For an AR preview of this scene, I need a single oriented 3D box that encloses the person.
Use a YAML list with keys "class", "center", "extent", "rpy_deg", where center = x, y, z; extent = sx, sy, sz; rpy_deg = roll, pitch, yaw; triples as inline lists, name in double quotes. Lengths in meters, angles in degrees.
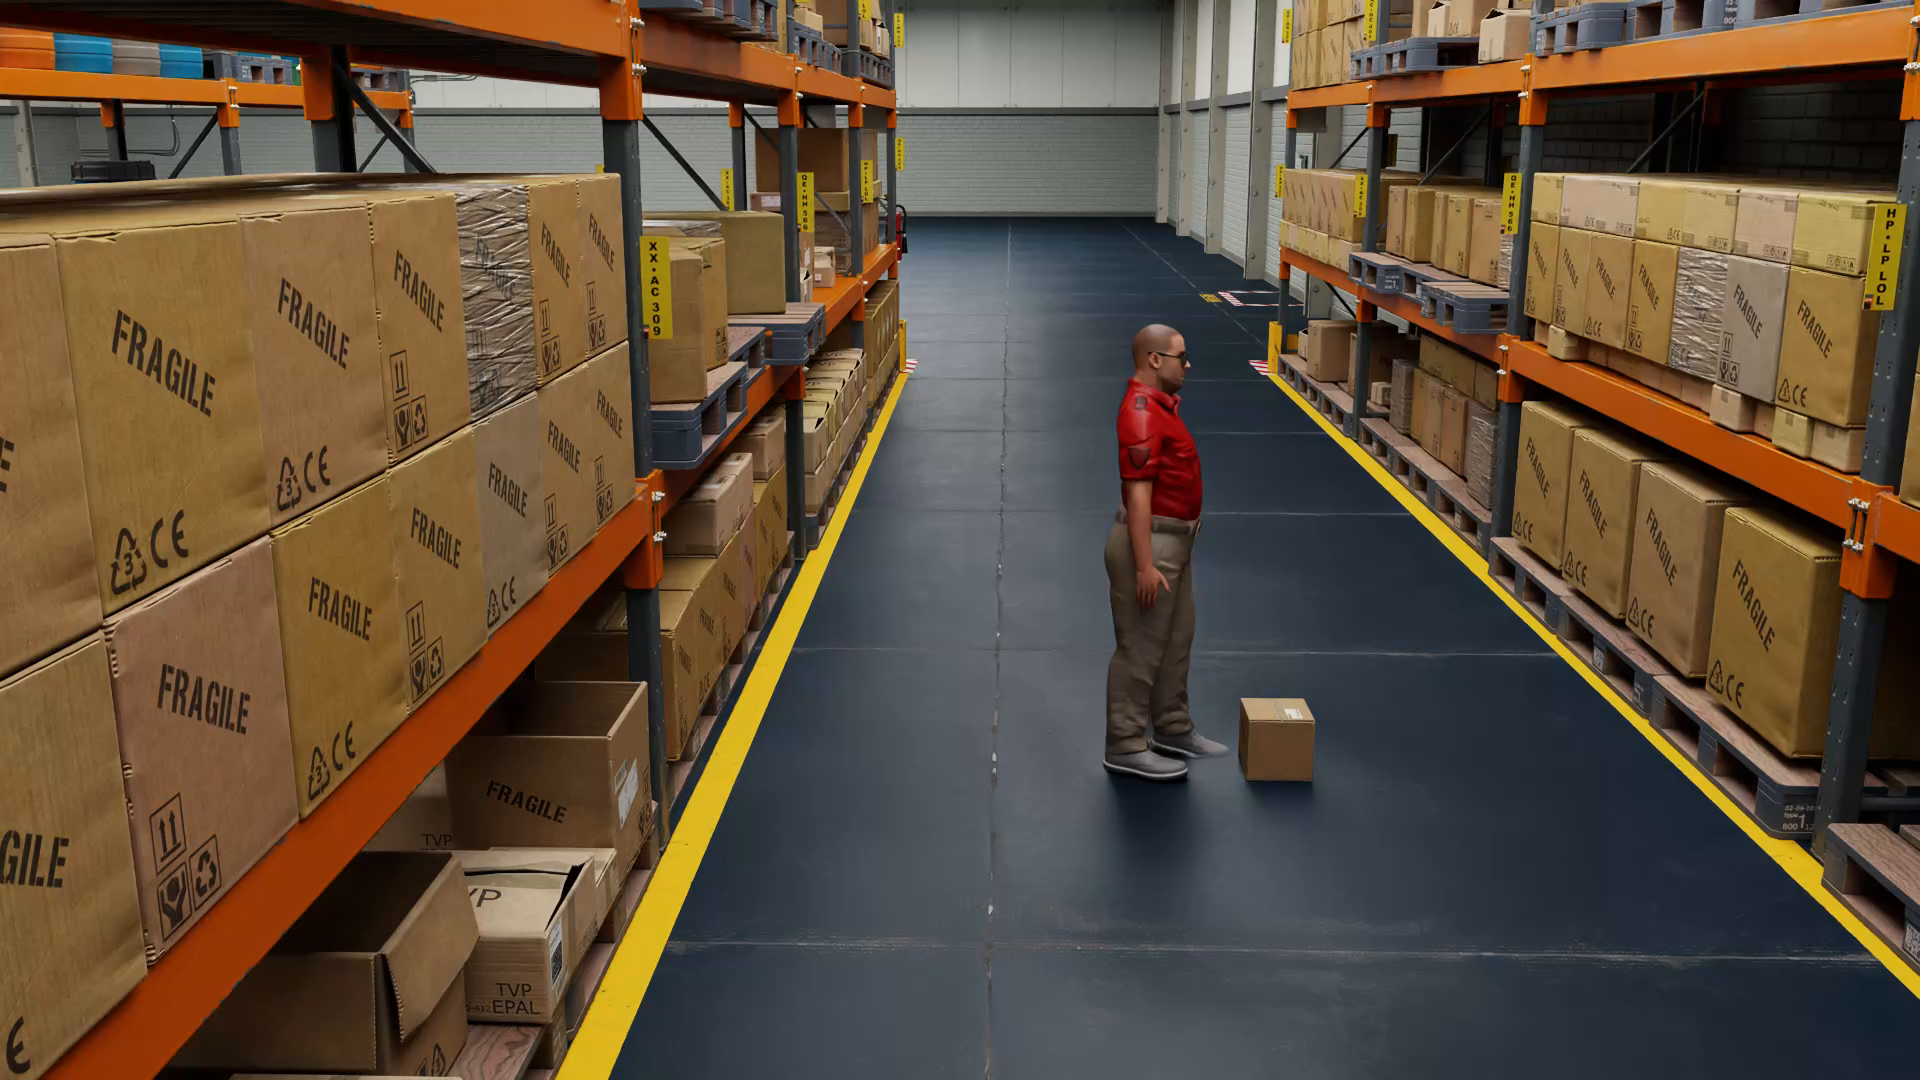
- class: "person"
  center: [0.800, 0.068, 6.290]
  extent: [0.493, 1.759, 0.579]
  rpy_deg: [3, 14, 11]
